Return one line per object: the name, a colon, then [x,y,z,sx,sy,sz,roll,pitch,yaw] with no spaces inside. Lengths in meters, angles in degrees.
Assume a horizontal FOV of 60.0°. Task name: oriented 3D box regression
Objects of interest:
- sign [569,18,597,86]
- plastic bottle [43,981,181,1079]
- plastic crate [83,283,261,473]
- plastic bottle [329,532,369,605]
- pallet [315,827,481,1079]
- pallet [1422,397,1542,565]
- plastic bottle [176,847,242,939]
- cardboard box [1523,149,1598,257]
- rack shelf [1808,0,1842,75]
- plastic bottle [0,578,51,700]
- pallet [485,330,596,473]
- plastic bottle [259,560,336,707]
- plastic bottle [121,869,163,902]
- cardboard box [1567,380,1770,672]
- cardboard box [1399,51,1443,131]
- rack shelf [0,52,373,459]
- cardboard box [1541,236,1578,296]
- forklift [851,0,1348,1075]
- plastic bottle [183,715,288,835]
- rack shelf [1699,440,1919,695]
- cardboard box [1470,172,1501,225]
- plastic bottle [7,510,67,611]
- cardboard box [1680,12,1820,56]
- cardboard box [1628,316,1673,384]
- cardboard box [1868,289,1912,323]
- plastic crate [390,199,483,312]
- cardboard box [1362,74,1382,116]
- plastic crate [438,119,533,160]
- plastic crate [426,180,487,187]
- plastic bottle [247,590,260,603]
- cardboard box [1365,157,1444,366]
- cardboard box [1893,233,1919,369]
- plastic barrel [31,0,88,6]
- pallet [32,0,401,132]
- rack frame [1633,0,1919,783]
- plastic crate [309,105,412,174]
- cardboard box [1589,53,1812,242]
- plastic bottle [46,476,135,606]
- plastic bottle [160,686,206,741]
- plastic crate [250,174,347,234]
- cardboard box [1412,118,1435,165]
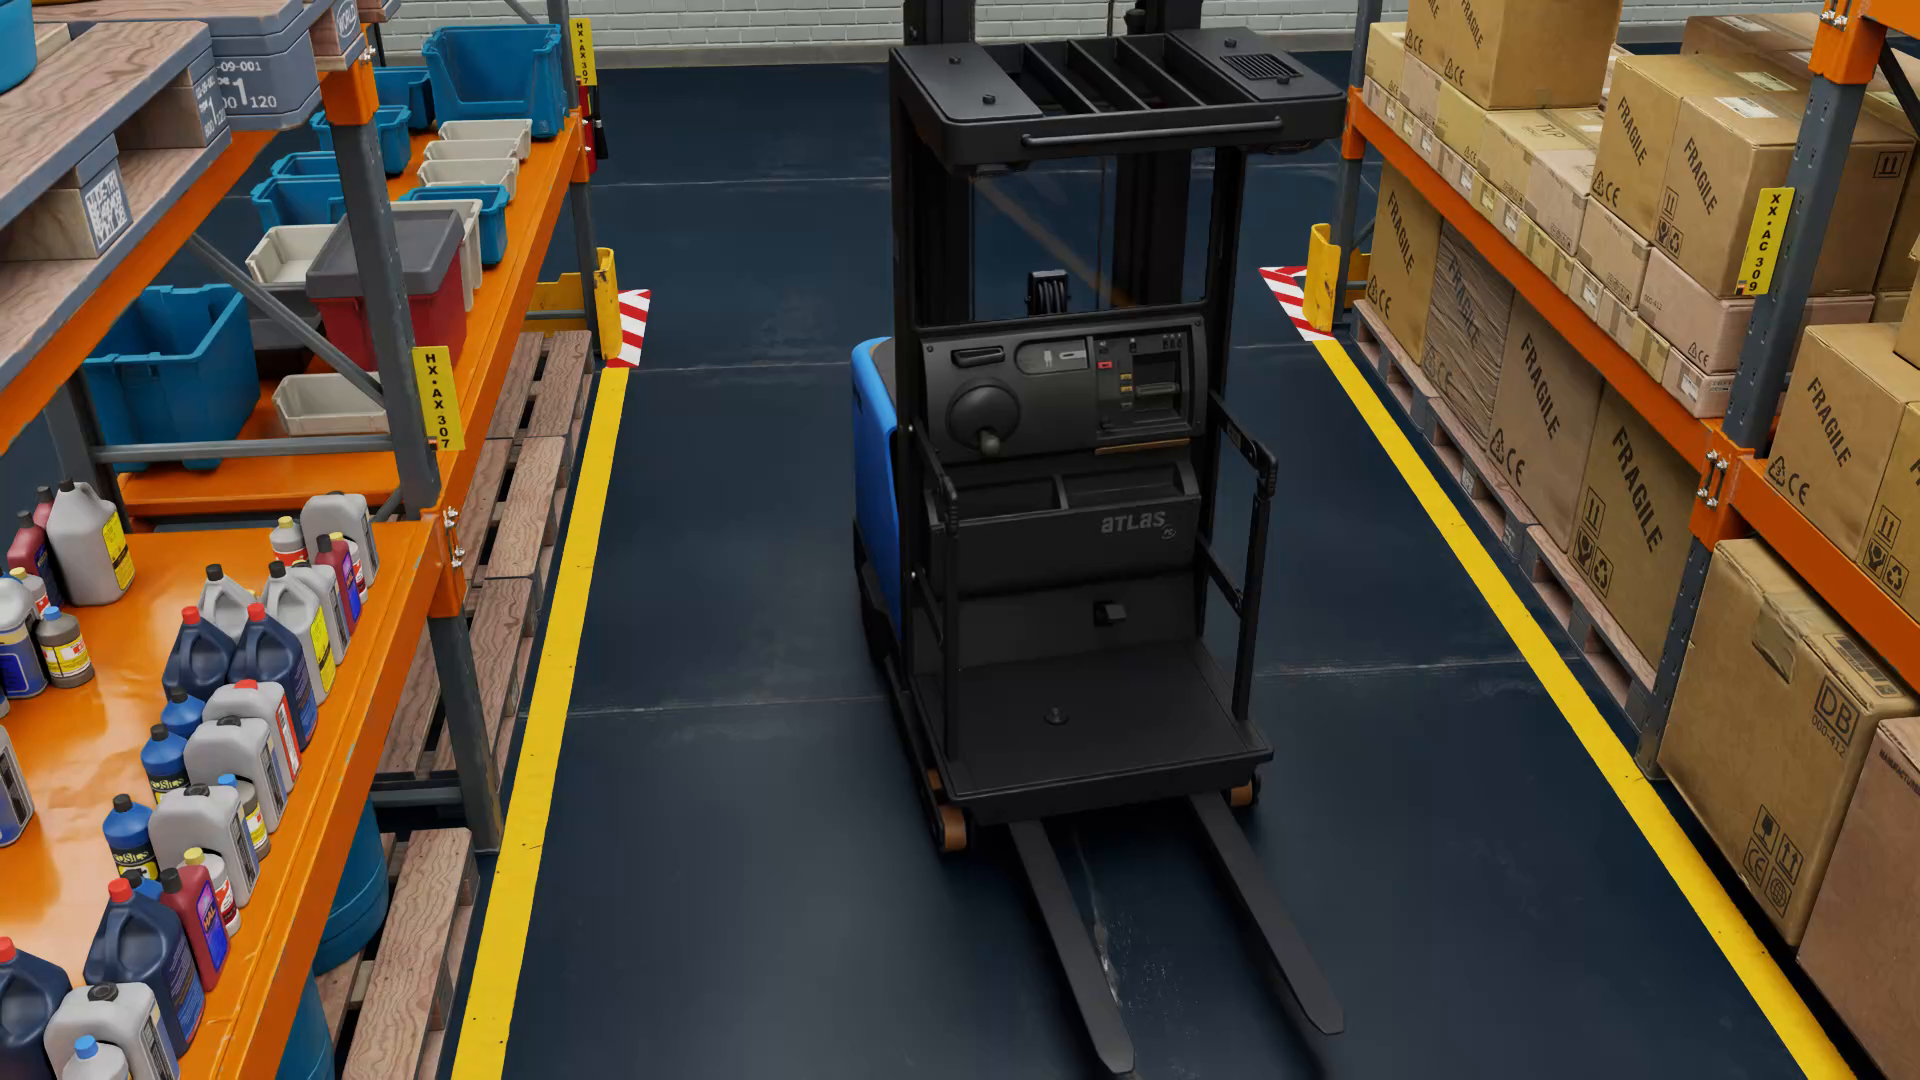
sign: [-1.855,-2.402,8.187,0.100,0.325,0.005,-3,31,-5]
plastic bottle: [-1.502,0.896,2.945,0.152,0.276,0.135,-3,31,-5]
plastic crate: [-2.411,-0.496,5.112,0.392,0.384,0.575,-3,31,-5]
plastic bottle: [-1.631,0.074,4.395,0.097,0.201,0.097,0,31,0]
pallet: [-1.997,1.338,4.804,1.003,0.211,1.213,-3,31,-5]
pallet: [2.793,-0.311,7.565,1.003,0.211,1.213,-3,31,-5]
plastic bottle: [-1.516,0.705,3.338,0.097,0.201,0.097,0,31,0]
cardboard box: [2.502,-1.293,6.346,0.500,0.250,0.500,-2,31,-4]
rack shelf: [2.717,-2.492,6.274,1.077,0.370,4.000,-3,31,-5]
plastic bottle: [-2.330,0.240,4.044,0.152,0.276,0.135,-3,31,-5]
pallet: [-2.363,-0.677,8.178,1.003,0.211,1.213,-3,31,-5]
plastic bottle: [-1.616,0.220,4.005,0.144,0.351,0.185,-3,31,-5]
plastic bottle: [-1.564,0.746,3.201,0.097,0.271,0.097,0,31,0]
cardboard box: [2.921,-0.101,6.156,0.875,0.875,0.875,-3,31,-5]
cardboard box: [2.361,-2.075,7.654,0.500,0.250,0.500,-3,31,-5]
rack shelf: [-1.841,-0.213,2.457,1.077,0.370,4.000,-3,31,-5]
cardboard box: [2.452,-1.050,6.327,0.380,0.149,0.250,-2,31,-4]
forklift: [0.392,-0.438,5.125,1.130,2.935,3.031,-7,32,-11]
plastic bottle: [-1.575,0.497,3.614,0.152,0.276,0.135,-3,31,-5]
rack shelf: [3.090,0.838,3.624,1.077,0.370,4.000,-3,31,-5]
cardboard box: [2.379,-1.444,6.988,0.380,0.149,0.250,-4,31,-6]
plastic bottle: [-2.406,0.071,4.320,0.061,0.283,0.133,-3,31,-5]
cardboard box: [3.022,-1.651,6.214,0.500,0.500,0.500,-4,31,-6]
cardboard box: [2.524,-0.656,5.668,0.380,0.149,0.250,-2,31,-4]
cardboard box: [3.120,-0.808,5.534,0.500,0.250,0.500,-3,31,-5]
plastic crate: [-1.987,-1.018,6.086,0.437,0.282,0.530,-3,31,-5]
cardboard box: [2.234,-2.229,8.302,0.380,0.149,0.250,-2,31,-4]
plastic crate: [-2.145,-1.802,7.540,0.396,0.136,0.243,-3,31,-5]
plastic crate: [-2.036,-1.362,6.804,0.298,0.136,0.250,-3,31,-5]
plastic bottle: [-1.758,0.218,4.153,0.097,0.201,0.097,0,31,0]
cardboard box: [2.669,-1.480,8.464,0.875,0.875,0.875,-3,31,-5]
cardboard box: [2.971,-0.640,4.321,0.797,0.503,0.637,-4,31,-6]
plastic barrel: [-1.741,-1.347,3.062,0.600,0.588,0.600,0,31,0]
pallet: [-1.857,-1.066,3.368,1.213,0.211,1.003,-3,31,-5]
rack frame: [2.903,-0.492,5.149,1.000,3.000,0.127,-3,31,-5]
plastic crate: [-2.645,-1.773,7.398,0.416,0.233,0.300,-3,31,-5]
cardboard box: [2.552,-1.355,5.719,0.500,0.500,0.500,-2,31,-4]
plastic bottle: [-2.314,-0.018,4.403,0.144,0.351,0.185,-3,31,-5]
plastic bottle: [-1.710,0.446,3.704,0.097,0.271,0.097,0,31,0]
plastic crate: [-2.555,-1.284,6.579,0.416,0.233,0.300,-3,31,-5]
cardboard box: [2.309,-1.835,7.641,0.380,0.149,0.250,-3,31,-5]
